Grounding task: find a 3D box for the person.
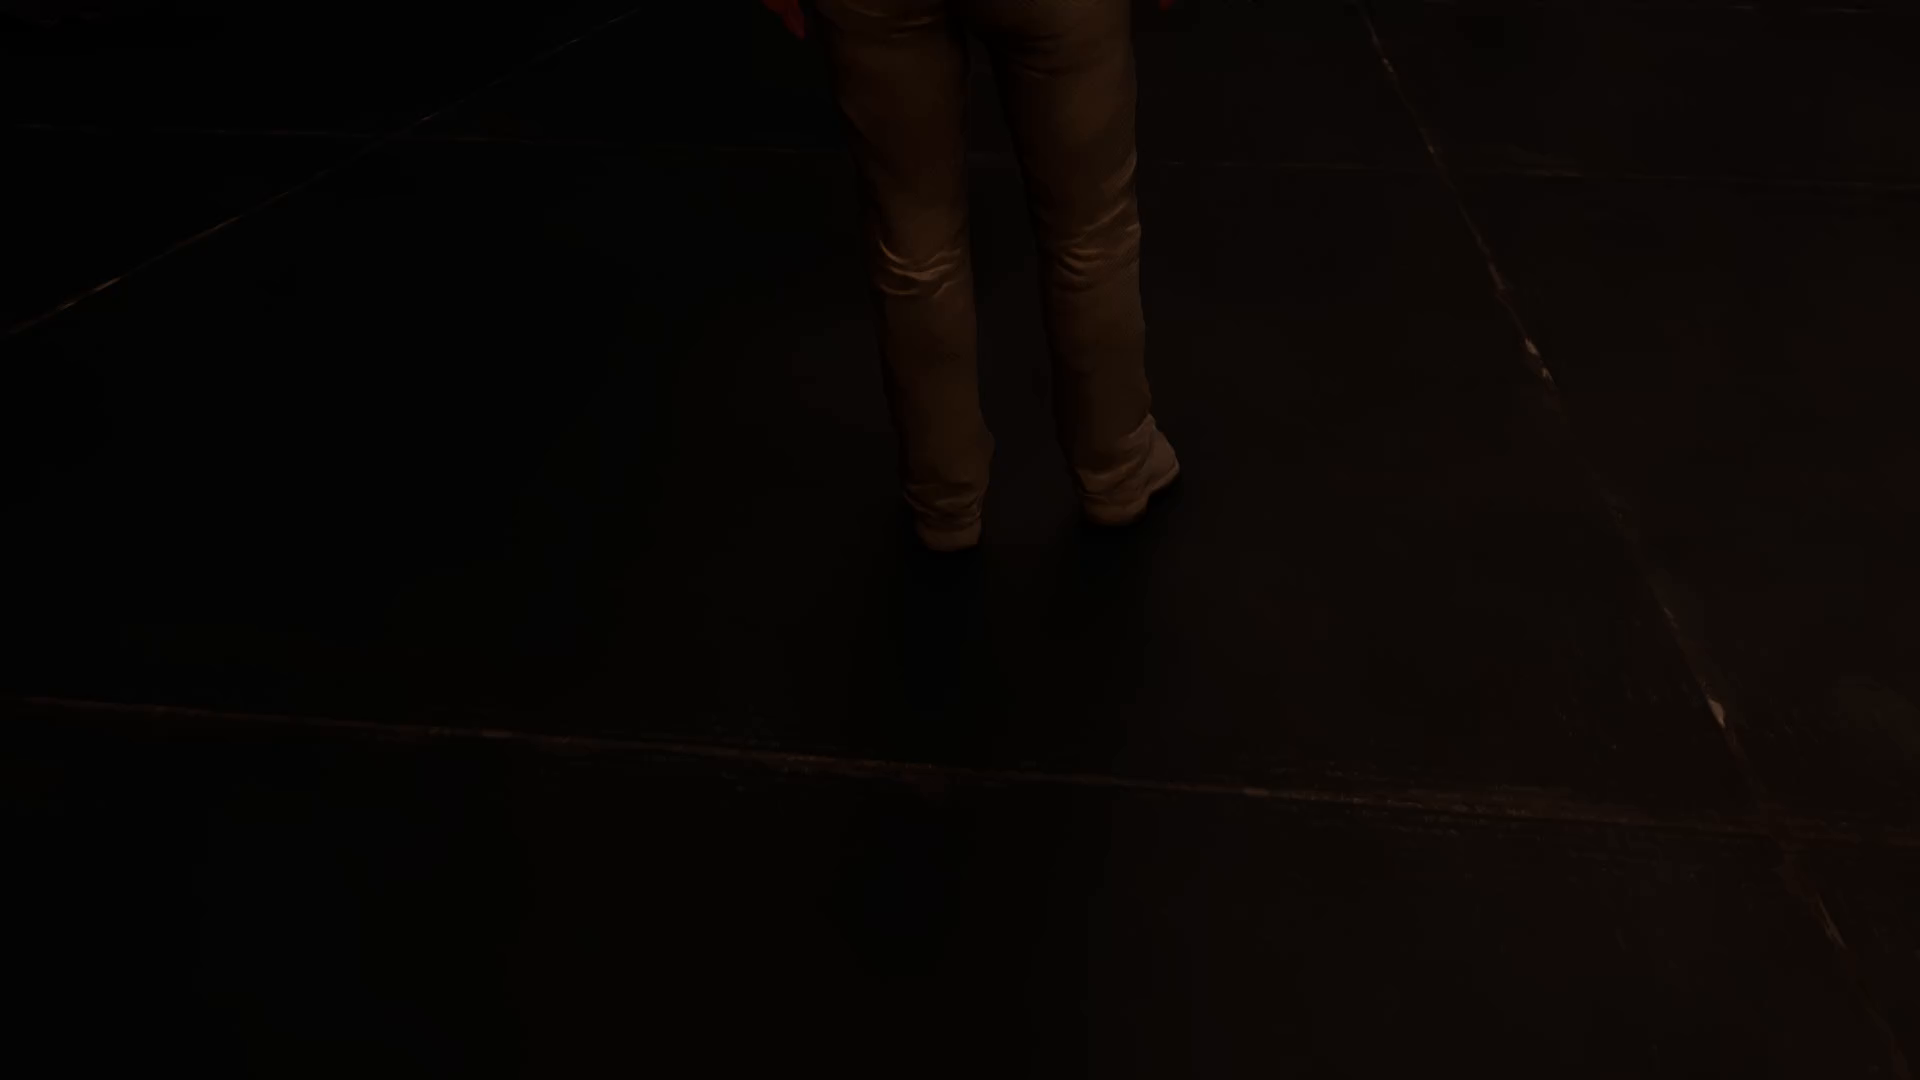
[{"bbox_3d":[0.016,-0.828,2.155,0.632,1.773,0.567,3,27,7],"label":"person"}]
